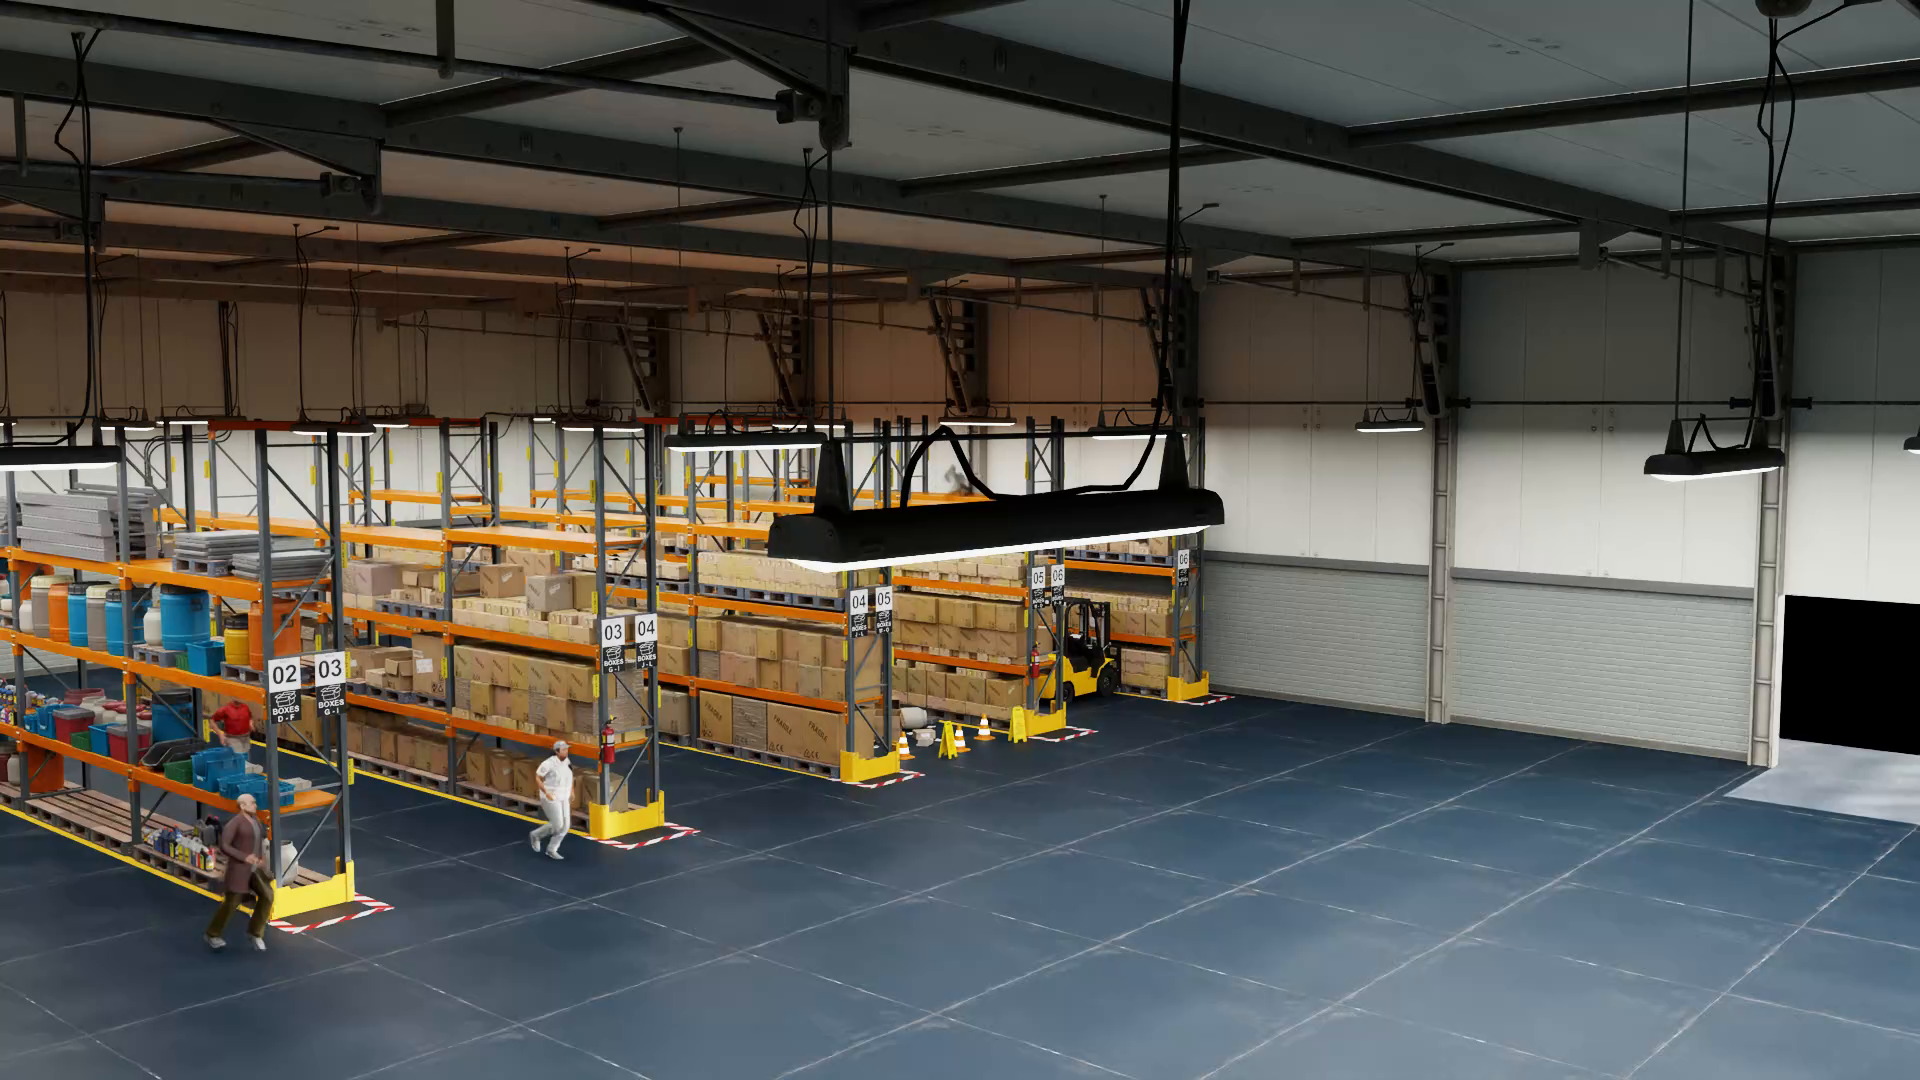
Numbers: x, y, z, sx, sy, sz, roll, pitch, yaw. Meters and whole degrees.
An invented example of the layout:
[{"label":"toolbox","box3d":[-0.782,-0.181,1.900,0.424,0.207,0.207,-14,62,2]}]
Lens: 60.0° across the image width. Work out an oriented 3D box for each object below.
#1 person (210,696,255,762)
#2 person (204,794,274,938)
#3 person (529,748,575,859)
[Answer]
[{"label":"person","box3d":[-11.645,3.208,26.860,0.602,1.598,0.651,2,5,26]},{"label":"person","box3d":[-8.336,3.777,19.365,0.720,1.639,0.769,1,5,16]},{"label":"person","box3d":[-5.656,3.629,23.268,0.534,1.603,0.632,3,5,28]}]
